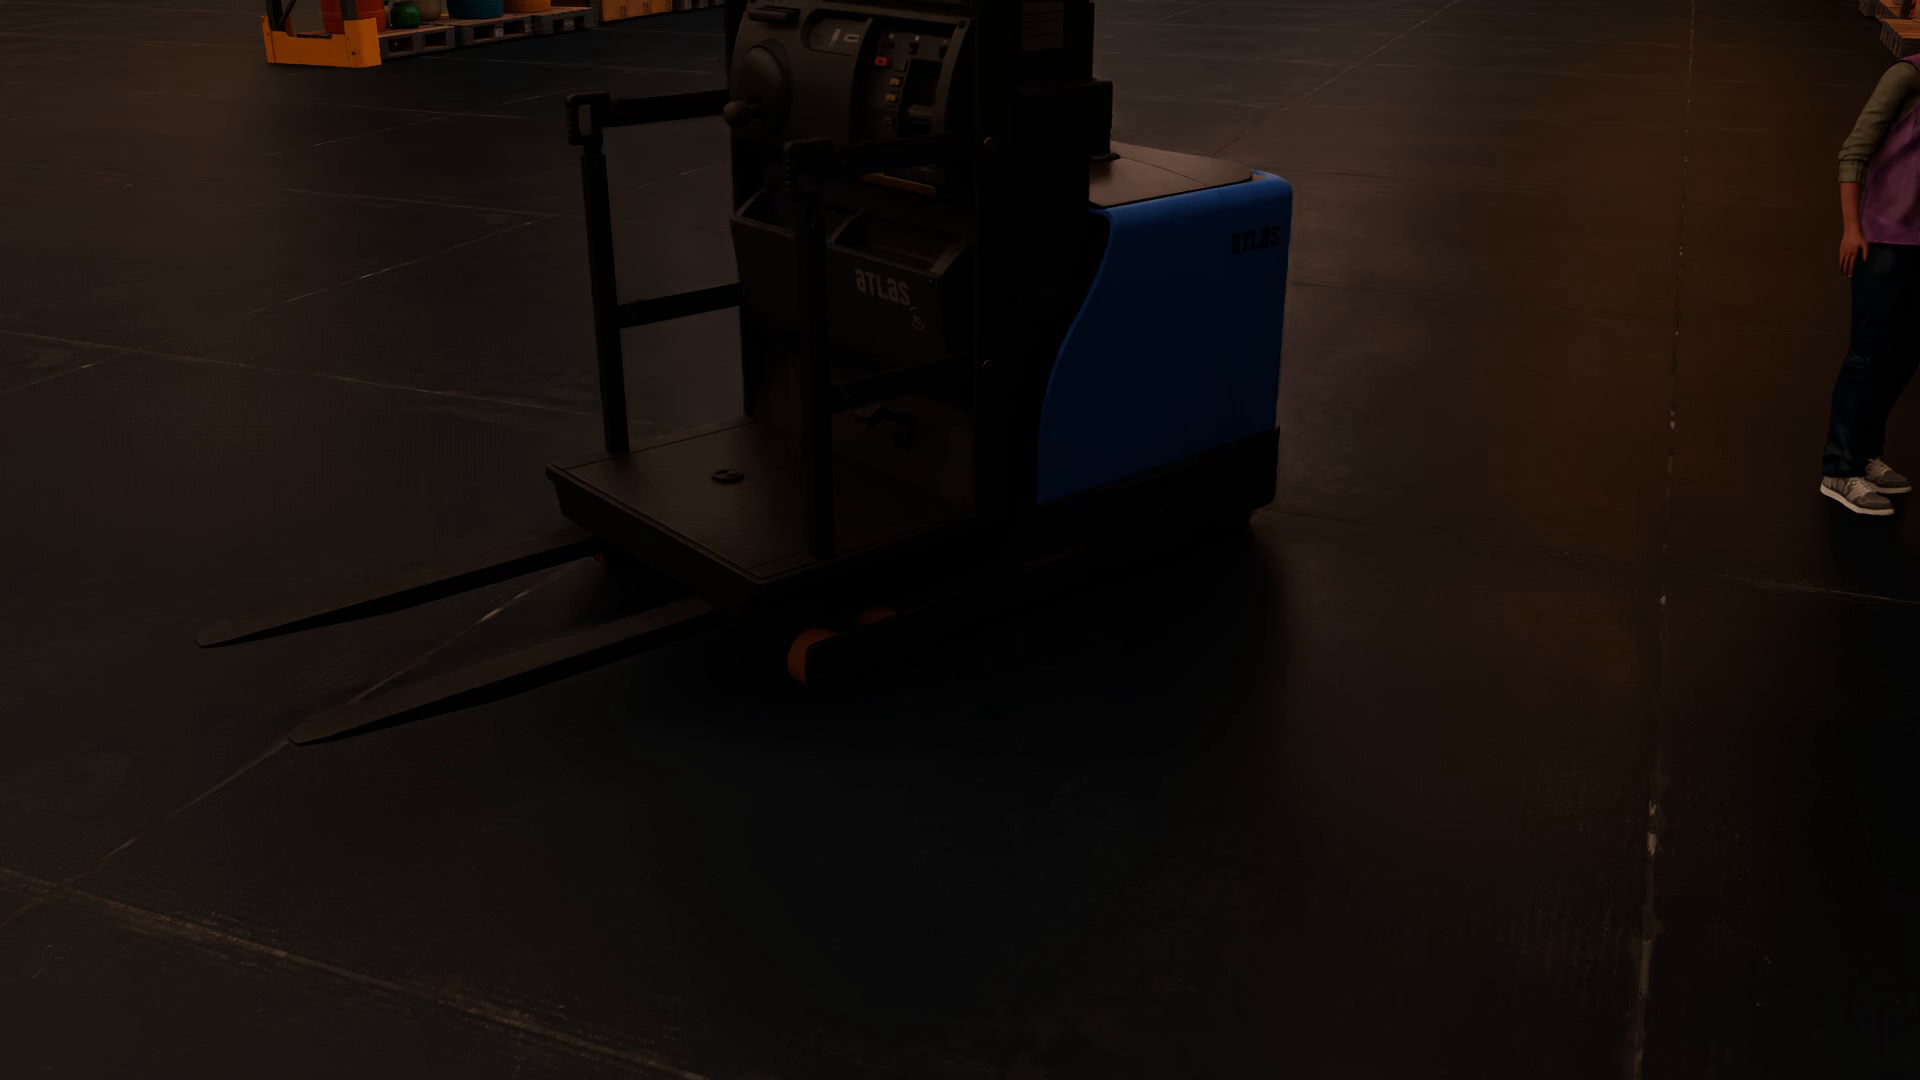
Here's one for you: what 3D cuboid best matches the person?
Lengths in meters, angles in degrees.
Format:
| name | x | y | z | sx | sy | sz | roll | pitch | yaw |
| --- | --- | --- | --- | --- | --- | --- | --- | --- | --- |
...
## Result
| name | x | y | z | sx | sy | sz | roll | pitch | yaw |
| --- | --- | --- | --- | --- | --- | --- | --- | --- | --- |
| person | 3.003 | -0.895 | 5.163 | 0.560 | 1.602 | 0.457 | -7 | 24 | -17 |

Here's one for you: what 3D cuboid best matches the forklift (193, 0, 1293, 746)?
| name | x | y | z | sx | sy | sz | roll | pitch | yaw |
| --- | --- | --- | --- | --- | --- | --- | --- | --- | --- |
| forklift | -0.459 | -1.195 | 4.151 | 3.031 | 2.935 | 1.130 | -18 | 29 | -37 |
